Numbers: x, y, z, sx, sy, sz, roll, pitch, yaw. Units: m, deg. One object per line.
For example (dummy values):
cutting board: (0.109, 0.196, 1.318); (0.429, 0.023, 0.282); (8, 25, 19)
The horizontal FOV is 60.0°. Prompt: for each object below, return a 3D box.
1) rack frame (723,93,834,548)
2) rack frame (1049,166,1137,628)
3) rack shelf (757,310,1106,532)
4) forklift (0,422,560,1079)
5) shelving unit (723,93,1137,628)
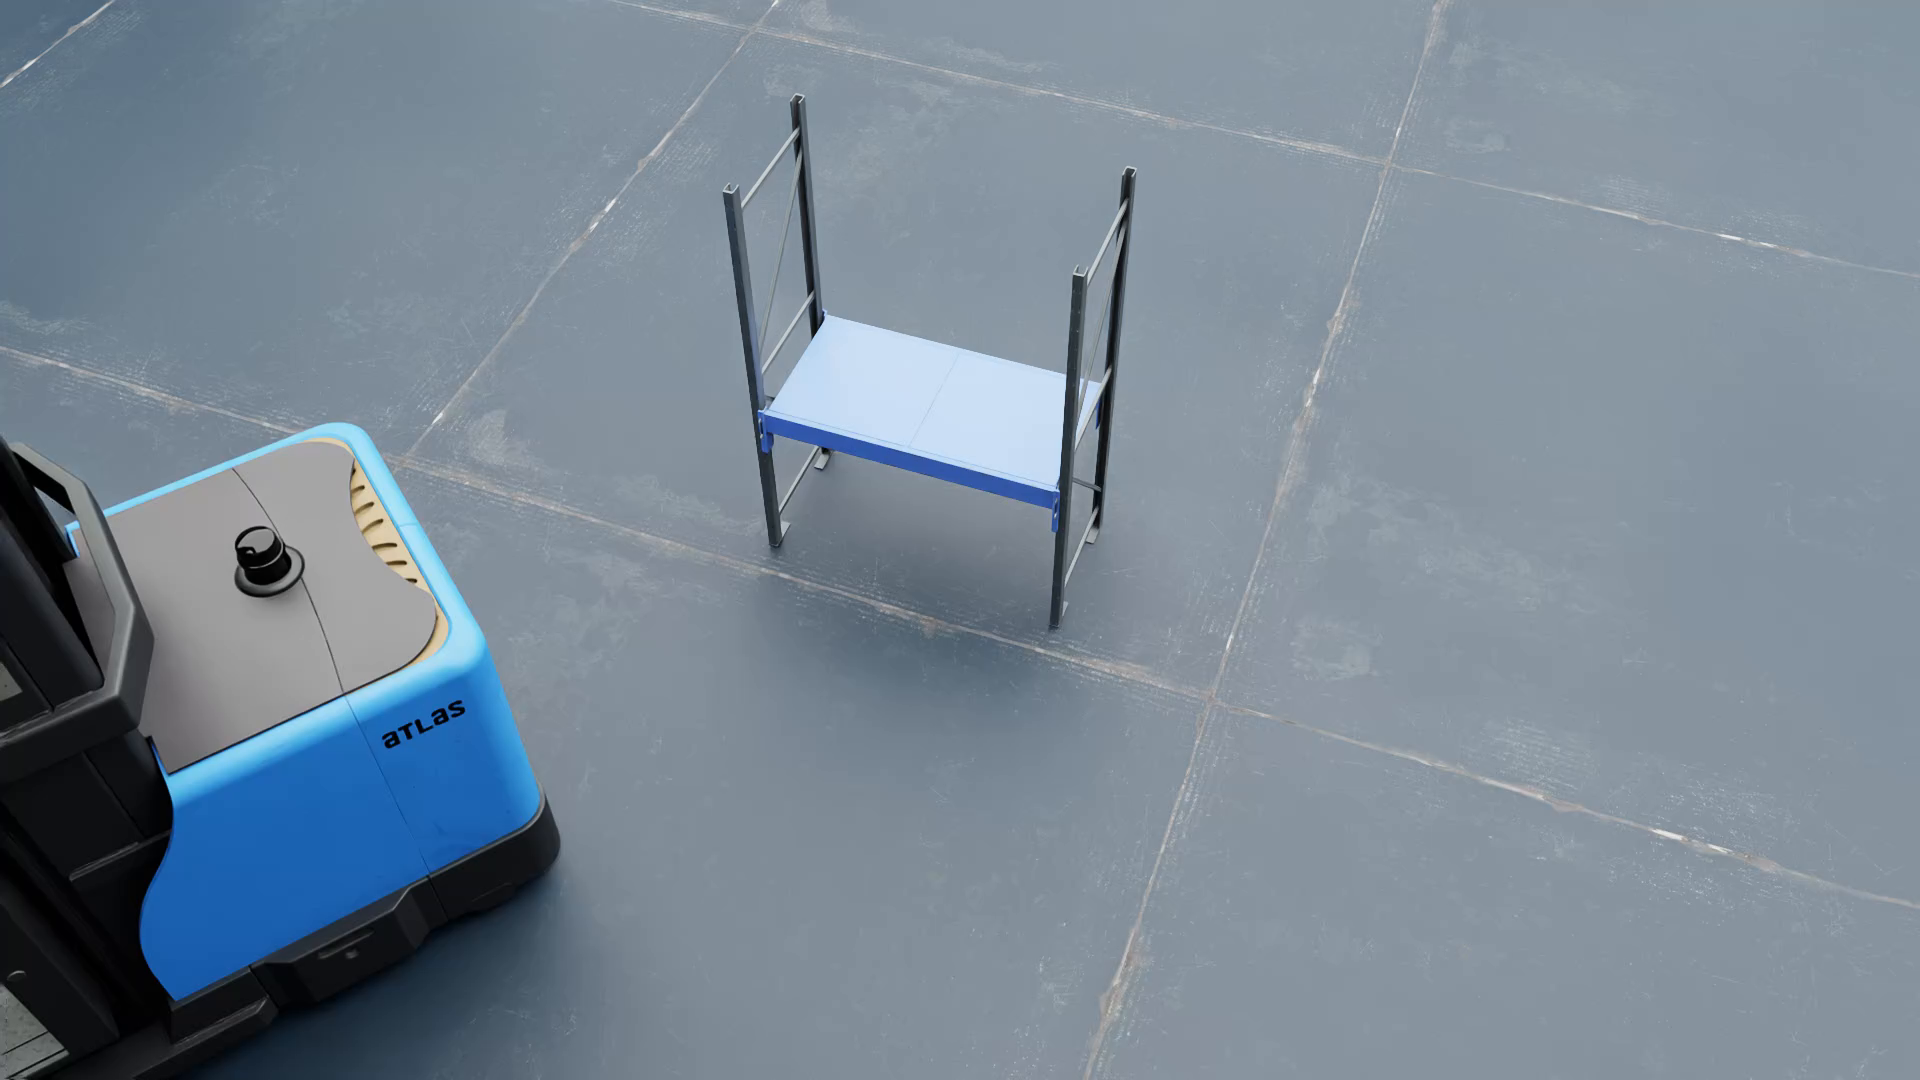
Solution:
rack frame: (-0.557, -0.647, 5.318); (0.032, 1.500, 0.500); (16, 51, 13)
rack frame: (0.397, -0.380, 5.087); (0.032, 1.500, 0.500); (16, 51, 13)
rack shelf: (-0.080, -0.396, 5.339); (1.000, 0.185, 0.538); (16, 51, 13)
forklift: (-2.688, 0.301, 3.550); (3.031, 2.935, 1.130); (-26, 54, -21)
shelving unit: (-0.080, -0.514, 5.203); (1.048, 1.500, 0.538); (16, 51, 13)
